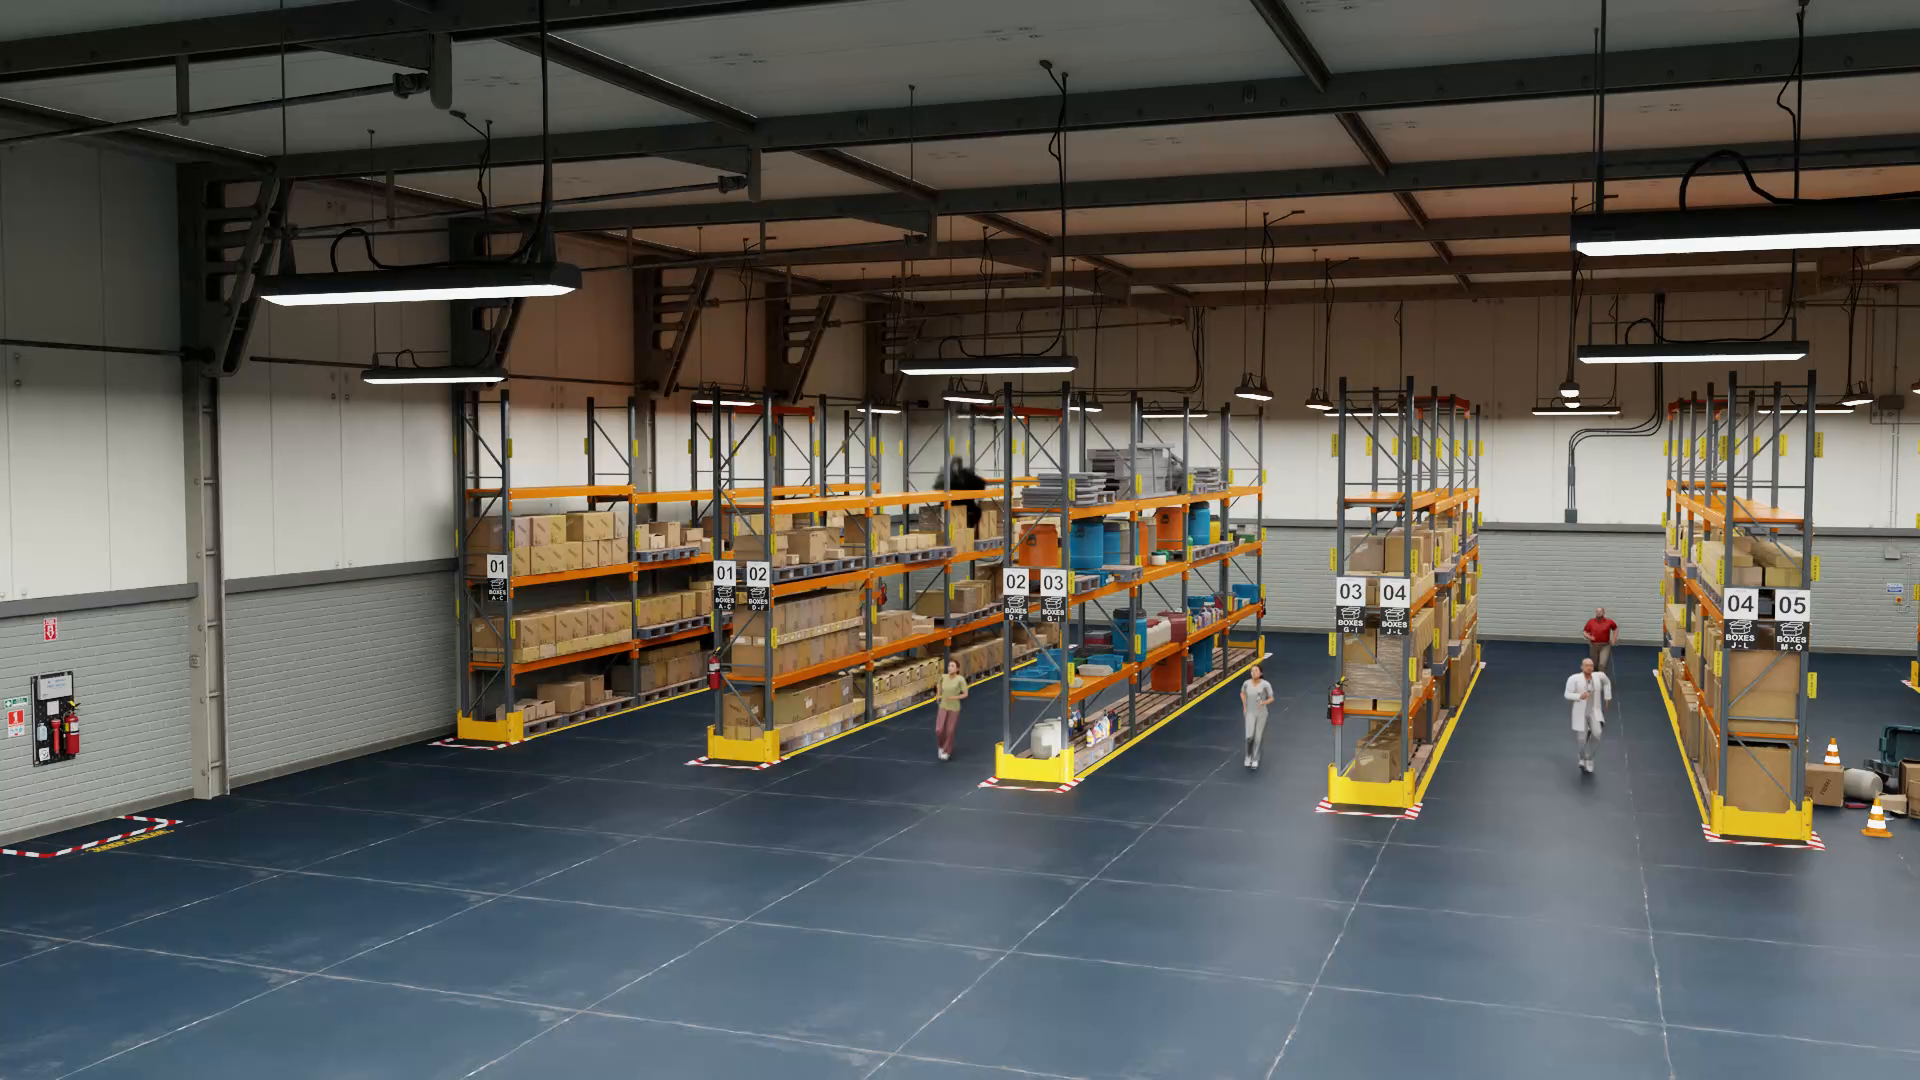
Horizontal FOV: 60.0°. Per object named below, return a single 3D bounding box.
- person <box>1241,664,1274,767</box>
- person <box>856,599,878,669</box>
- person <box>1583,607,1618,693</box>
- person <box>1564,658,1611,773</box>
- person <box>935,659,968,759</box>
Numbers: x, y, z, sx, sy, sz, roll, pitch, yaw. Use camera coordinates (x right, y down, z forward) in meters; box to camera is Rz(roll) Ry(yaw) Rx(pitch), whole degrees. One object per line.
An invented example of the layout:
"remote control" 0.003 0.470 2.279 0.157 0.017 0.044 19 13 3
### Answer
"person" 4.613 2.745 25.907 0.545 1.636 0.616 1 3 19
"person" -2.005 2.150 35.671 0.682 1.839 0.802 1 3 19
"person" 13.273 2.252 34.473 0.672 1.741 0.965 2 4 26
"person" 9.716 2.705 25.711 0.753 1.755 0.883 0 3 9
"person" -0.138 2.714 26.634 0.578 1.637 0.564 1 3 16
